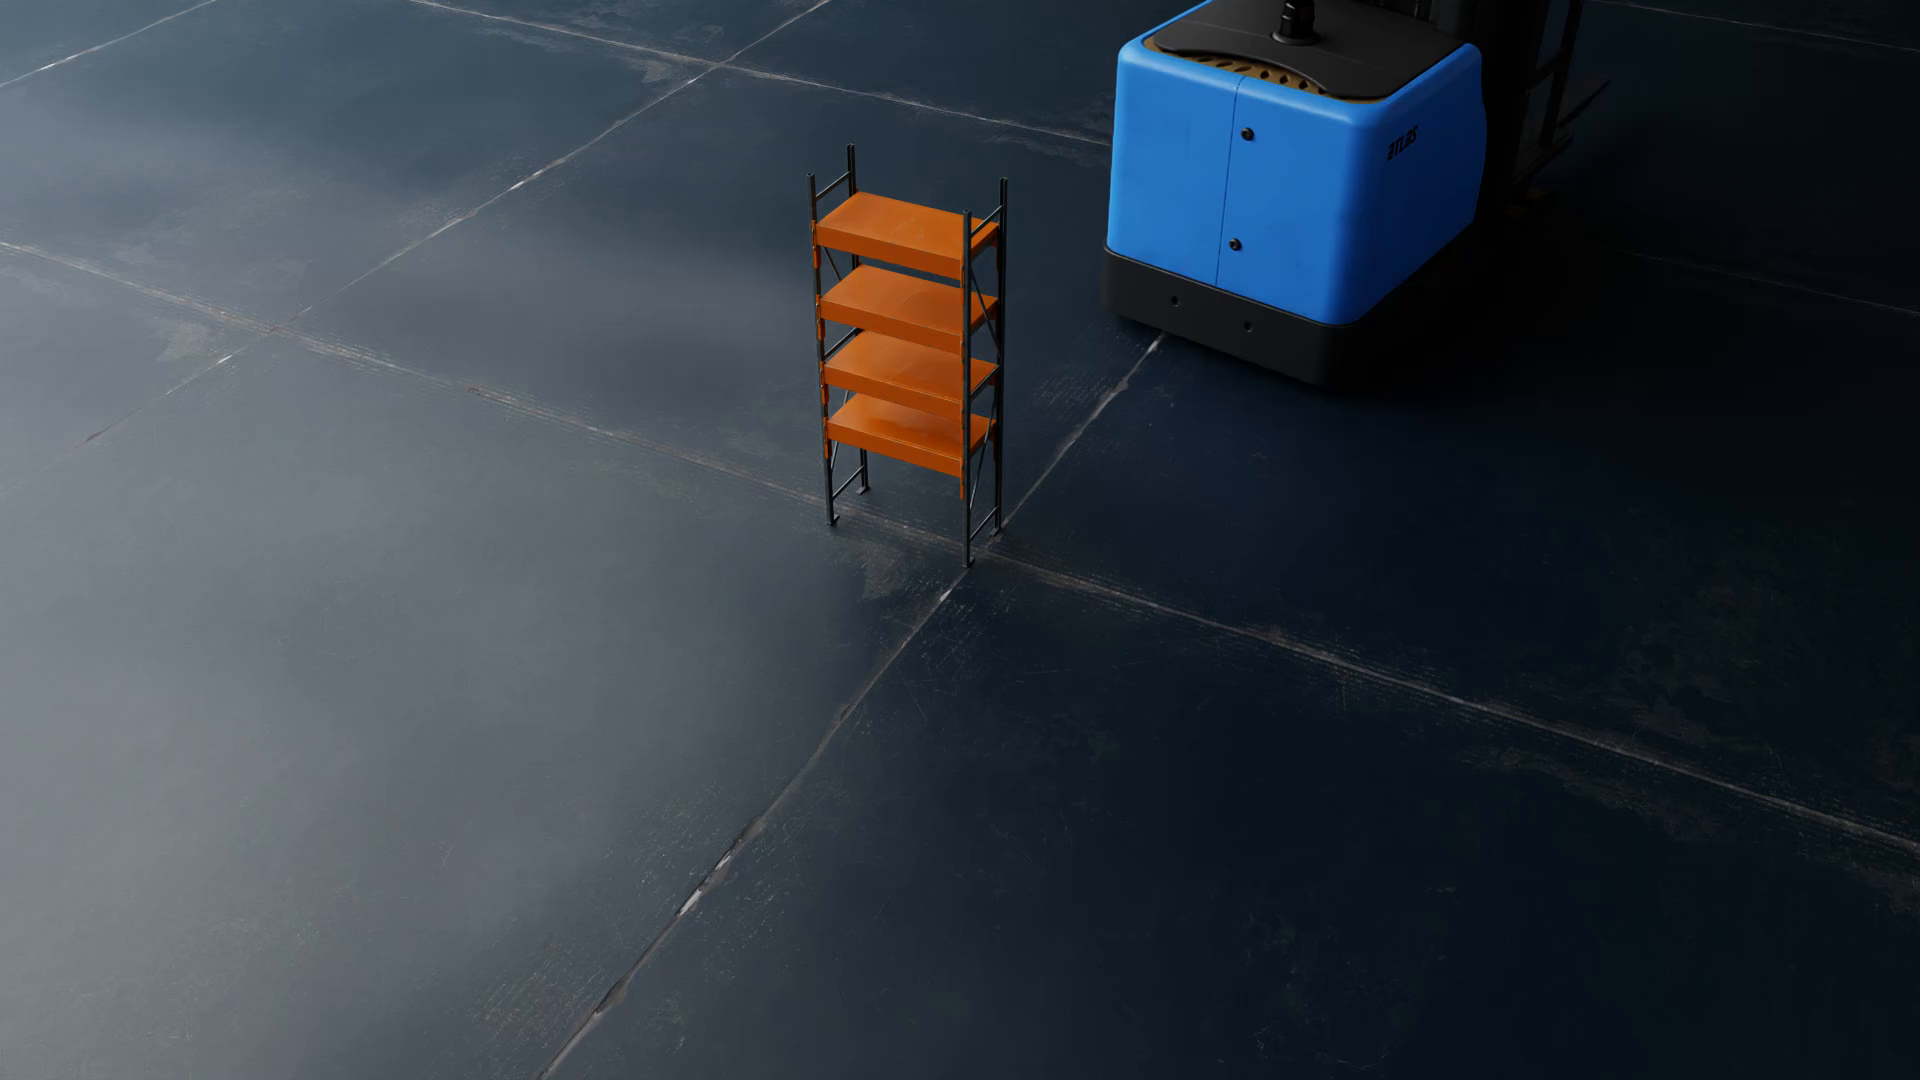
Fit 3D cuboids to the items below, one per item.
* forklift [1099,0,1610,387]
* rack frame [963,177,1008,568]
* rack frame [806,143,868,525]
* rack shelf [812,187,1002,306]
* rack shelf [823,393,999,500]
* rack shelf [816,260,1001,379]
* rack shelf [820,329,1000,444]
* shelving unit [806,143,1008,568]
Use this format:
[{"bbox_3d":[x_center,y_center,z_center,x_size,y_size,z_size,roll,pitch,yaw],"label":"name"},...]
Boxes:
[{"bbox_3d":[1.828,-2.540,6.171,1.130,2.935,3.031,25,44,29],"label":"forklift"},{"bbox_3d":[0.070,-0.456,4.858,0.015,1.200,0.240,17,41,21],"label":"rack frame"},{"bbox_3d":[-0.364,-0.592,5.037,0.015,1.200,0.240,17,41,21],"label":"rack frame"},{"bbox_3d":[-0.147,-0.837,4.710,0.480,0.148,0.258,17,41,21],"label":"rack shelf"},{"bbox_3d":[-0.147,-0.312,5.109,0.480,0.148,0.258,17,41,21],"label":"rack shelf"},{"bbox_3d":[-0.147,-0.649,4.853,0.480,0.148,0.258,17,41,21],"label":"rack shelf"},{"bbox_3d":[-0.147,-0.470,4.989,0.480,0.148,0.258,17,41,21],"label":"rack shelf"},{"bbox_3d":[-0.147,-0.524,4.948,0.503,1.200,0.258,17,41,21],"label":"shelving unit"}]
